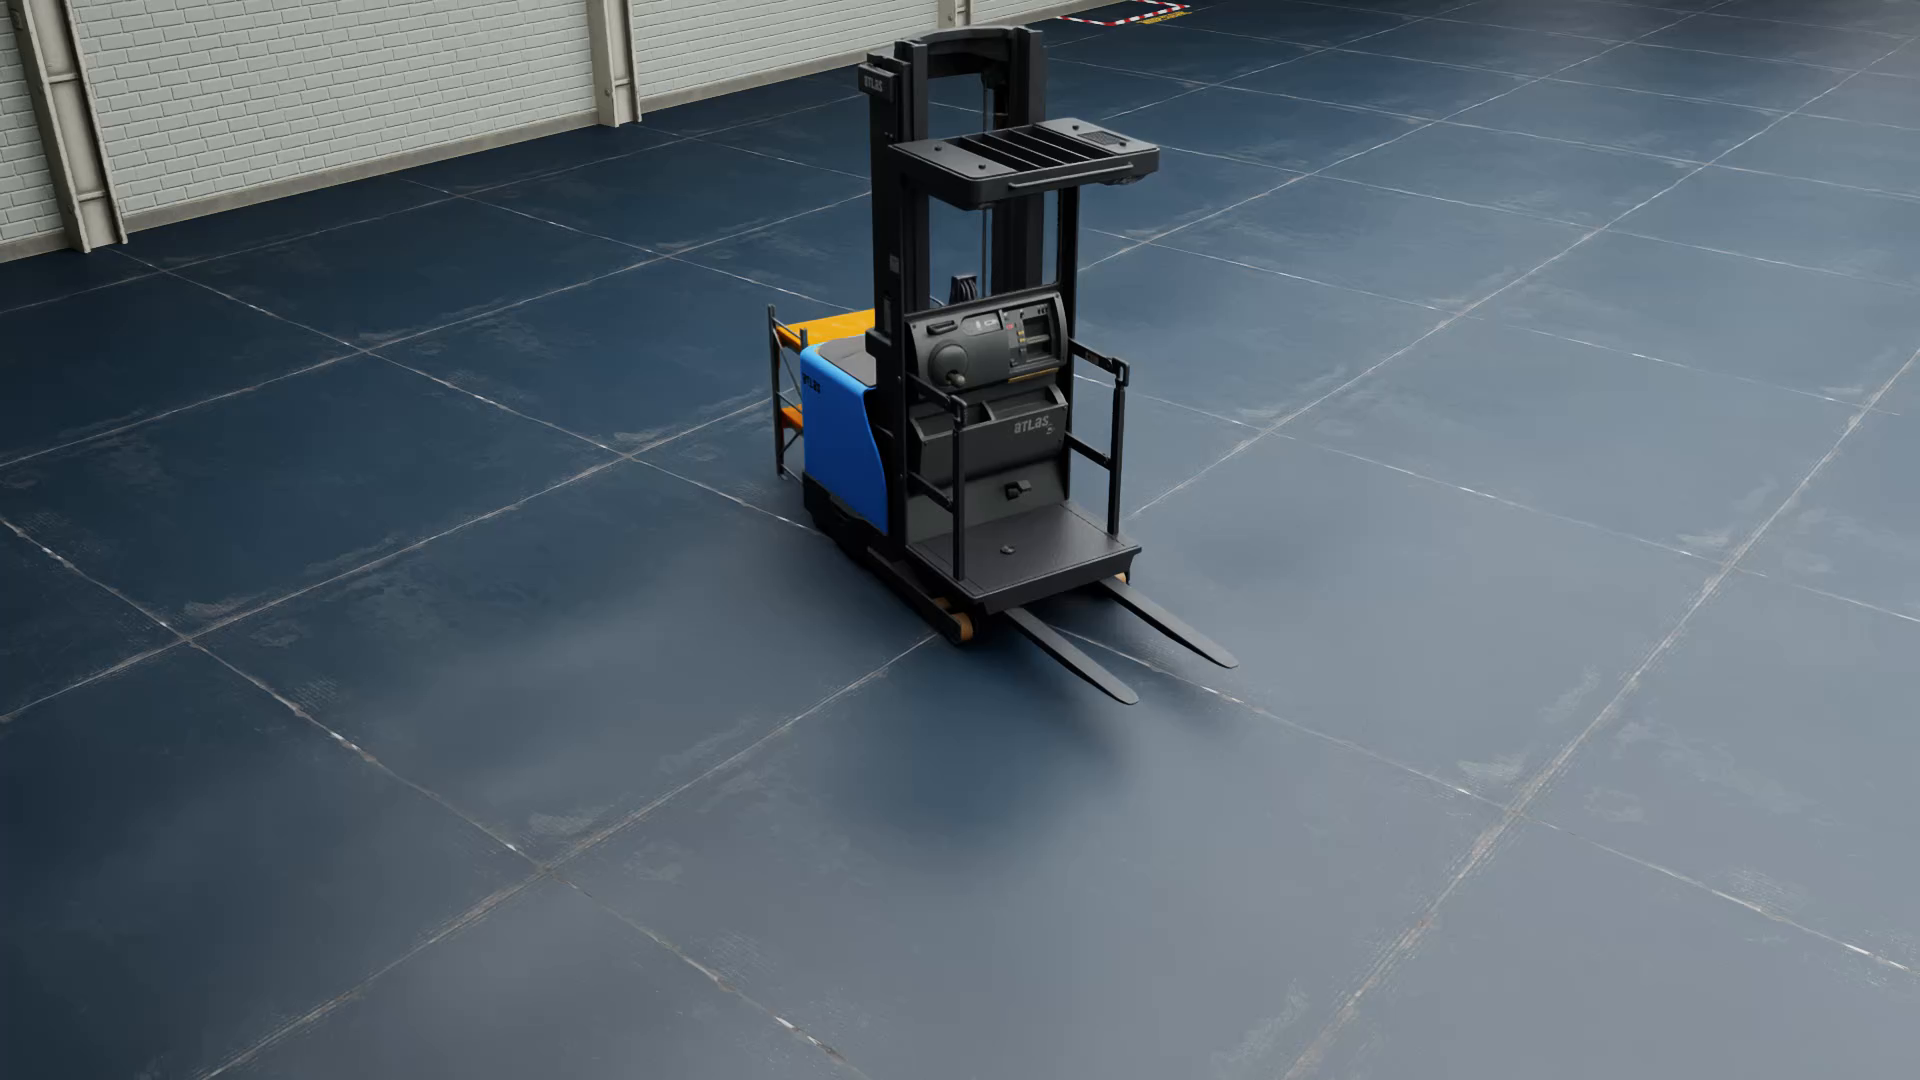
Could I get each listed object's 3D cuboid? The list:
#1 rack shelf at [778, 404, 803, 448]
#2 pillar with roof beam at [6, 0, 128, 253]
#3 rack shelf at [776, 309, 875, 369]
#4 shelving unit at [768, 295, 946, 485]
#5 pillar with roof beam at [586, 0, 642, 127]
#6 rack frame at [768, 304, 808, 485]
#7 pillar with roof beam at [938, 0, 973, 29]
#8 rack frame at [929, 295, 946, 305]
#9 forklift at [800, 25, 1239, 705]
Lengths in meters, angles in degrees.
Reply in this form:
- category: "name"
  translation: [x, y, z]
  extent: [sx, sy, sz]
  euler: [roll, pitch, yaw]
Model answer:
- category: "rack shelf"
  translation: [-0.584, -0.723, 10.454]
  extent: [1.000, 0.278, 0.538]
  euler: [-15, 31, -26]
- category: "pillar with roof beam"
  translation: [-4.373, -5.379, 10.354]
  extent: [9.100, 9.000, 0.400]
  euler: [21, 34, 34]
- category: "rack shelf"
  translation: [-0.585, -1.200, 10.208]
  extent: [1.000, 0.278, 0.538]
  euler: [-15, 31, -26]
- category: "shelving unit"
  translation: [-0.584, -0.940, 10.342]
  extent: [1.048, 1.125, 0.538]
  euler: [-15, 31, -26]
- category: "pillar with roof beam"
  translation: [-0.557, -7.506, 14.466]
  extent: [9.100, 9.000, 0.400]
  euler: [21, 34, 34]
- category: "rack frame"
  translation: [-1.024, -0.823, 10.116]
  extent: [0.032, 1.125, 0.500]
  euler: [-15, 31, -26]
- category: "pillar with roof beam"
  translation: [3.260, -9.634, 18.578]
  extent: [9.100, 9.000, 0.400]
  euler: [21, 34, 34]
- category: "rack frame"
  translation: [-0.144, -1.057, 10.568]
  extent: [0.032, 1.125, 0.500]
  euler: [-15, 31, -26]
- category: "forklift"
  translation: [0.271, -1.004, 8.501]
  extent: [1.130, 2.935, 3.031]
  euler: [-16, 31, -28]
